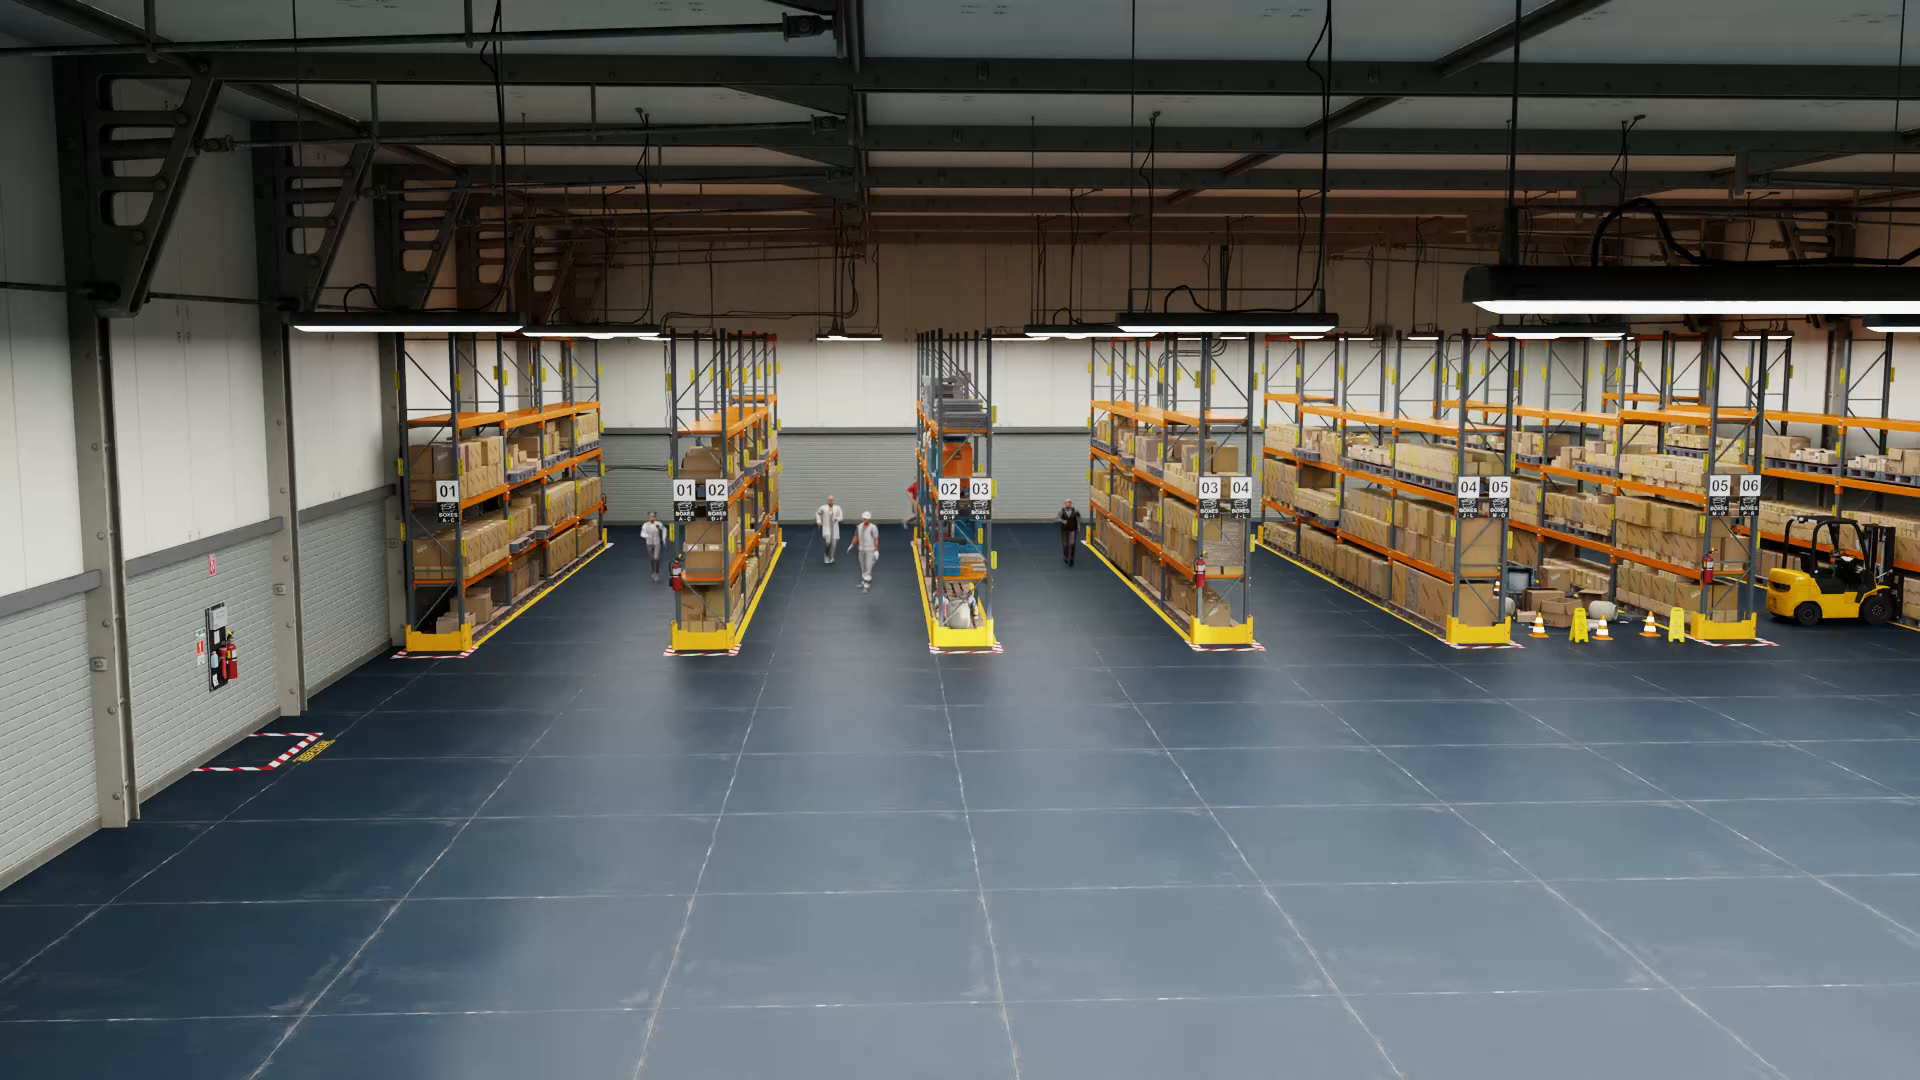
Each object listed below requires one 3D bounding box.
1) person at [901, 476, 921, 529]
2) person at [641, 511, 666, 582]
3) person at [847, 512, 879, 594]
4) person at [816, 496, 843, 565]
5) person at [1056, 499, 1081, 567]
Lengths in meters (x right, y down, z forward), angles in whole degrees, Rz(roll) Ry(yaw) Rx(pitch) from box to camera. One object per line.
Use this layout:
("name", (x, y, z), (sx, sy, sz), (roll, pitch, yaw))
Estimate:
("person", (-1.358, -1.104, 50.575), (0.928, 1.708, 0.648), (1, 7, 10))
("person", (-7.427, 0.145, 40.288), (0.554, 1.737, 0.813), (0, 7, 1))
("person", (-2.110, 0.254, 36.536), (0.750, 1.784, 0.757), (4, 8, 29))
("person", (-3.371, -0.250, 43.264), (0.682, 1.792, 0.748), (-2, 7, -14))
("person", (2.809, -0.192, 43.015), (0.627, 1.774, 0.833), (1, 7, 5))
